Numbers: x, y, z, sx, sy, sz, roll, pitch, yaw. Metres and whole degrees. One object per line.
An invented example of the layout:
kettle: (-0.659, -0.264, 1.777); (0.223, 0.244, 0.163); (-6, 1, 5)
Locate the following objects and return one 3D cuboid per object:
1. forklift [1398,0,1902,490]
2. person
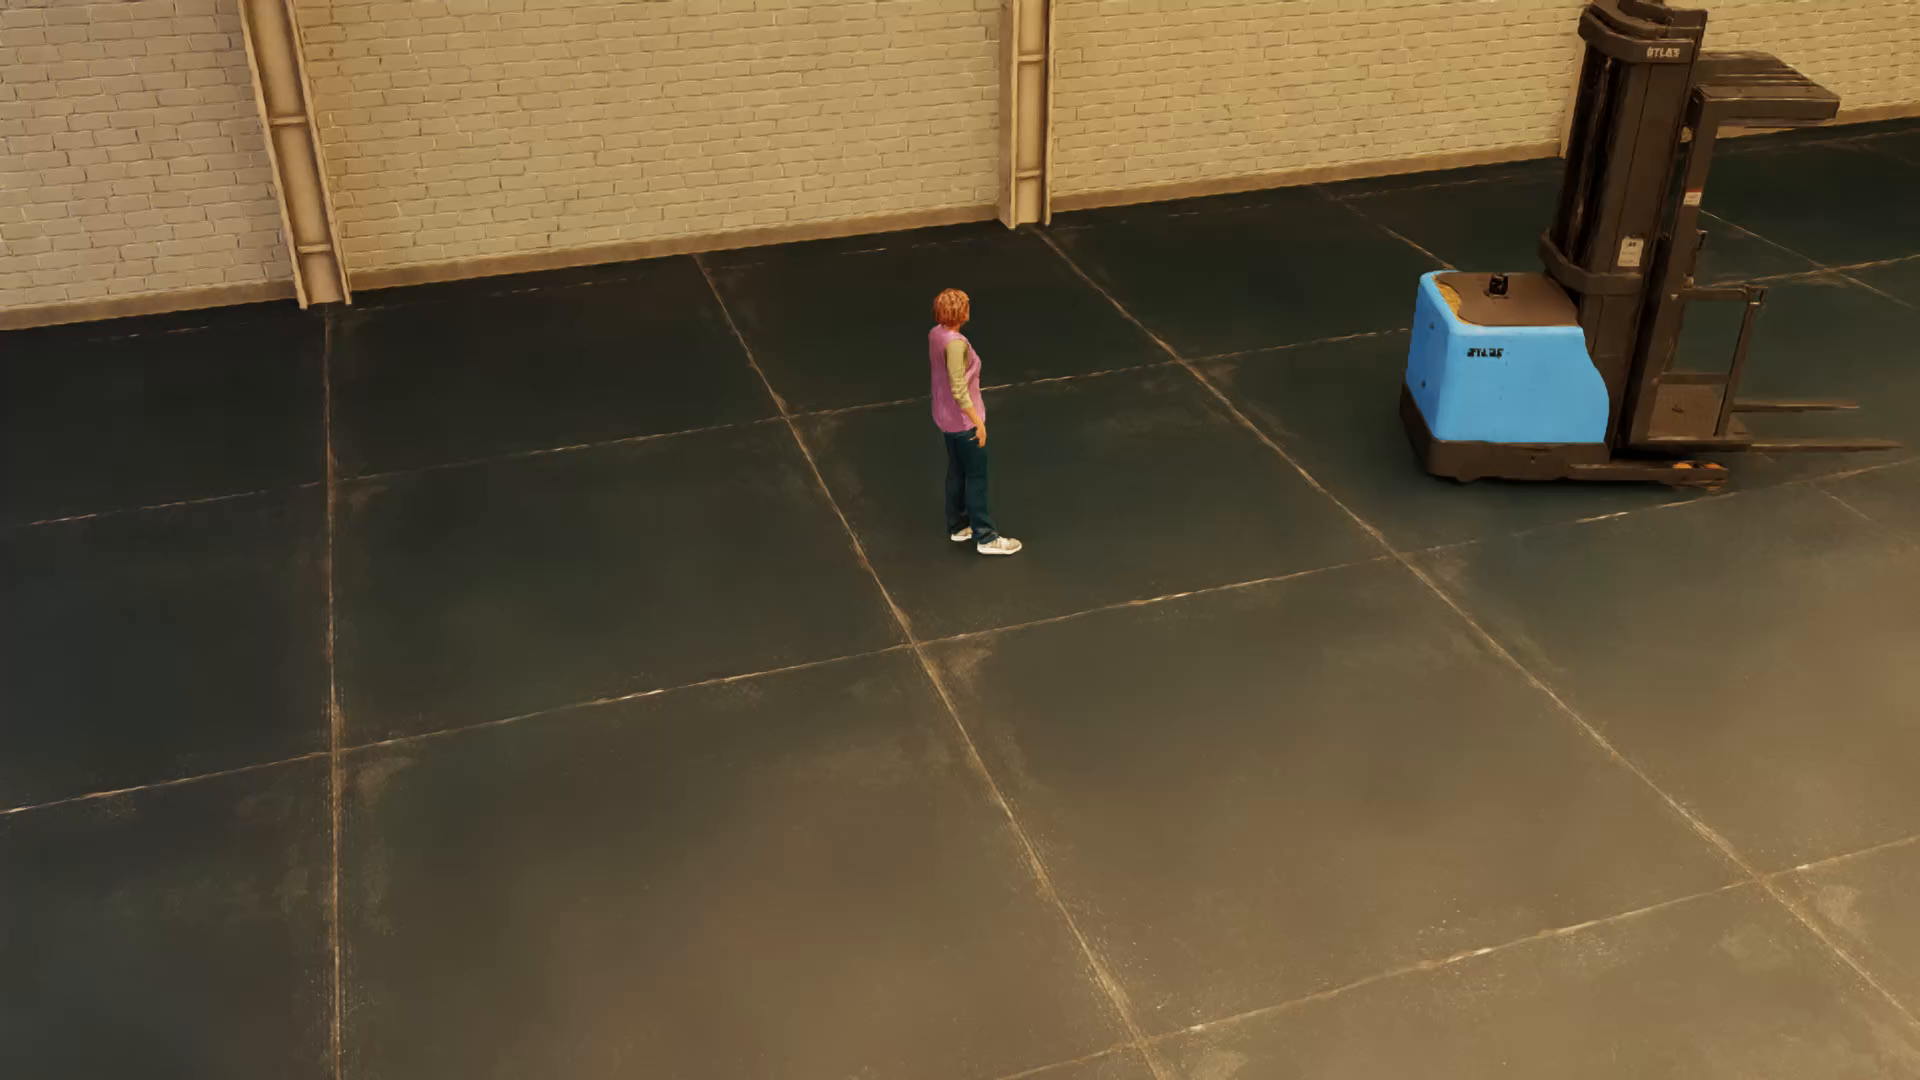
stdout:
forklift: (4.513, -1.859, 10.319); (3.031, 2.935, 1.130); (1, 30, 1)
person: (0.075, -0.704, 9.633); (0.474, 1.597, 0.520); (-10, 31, -16)
